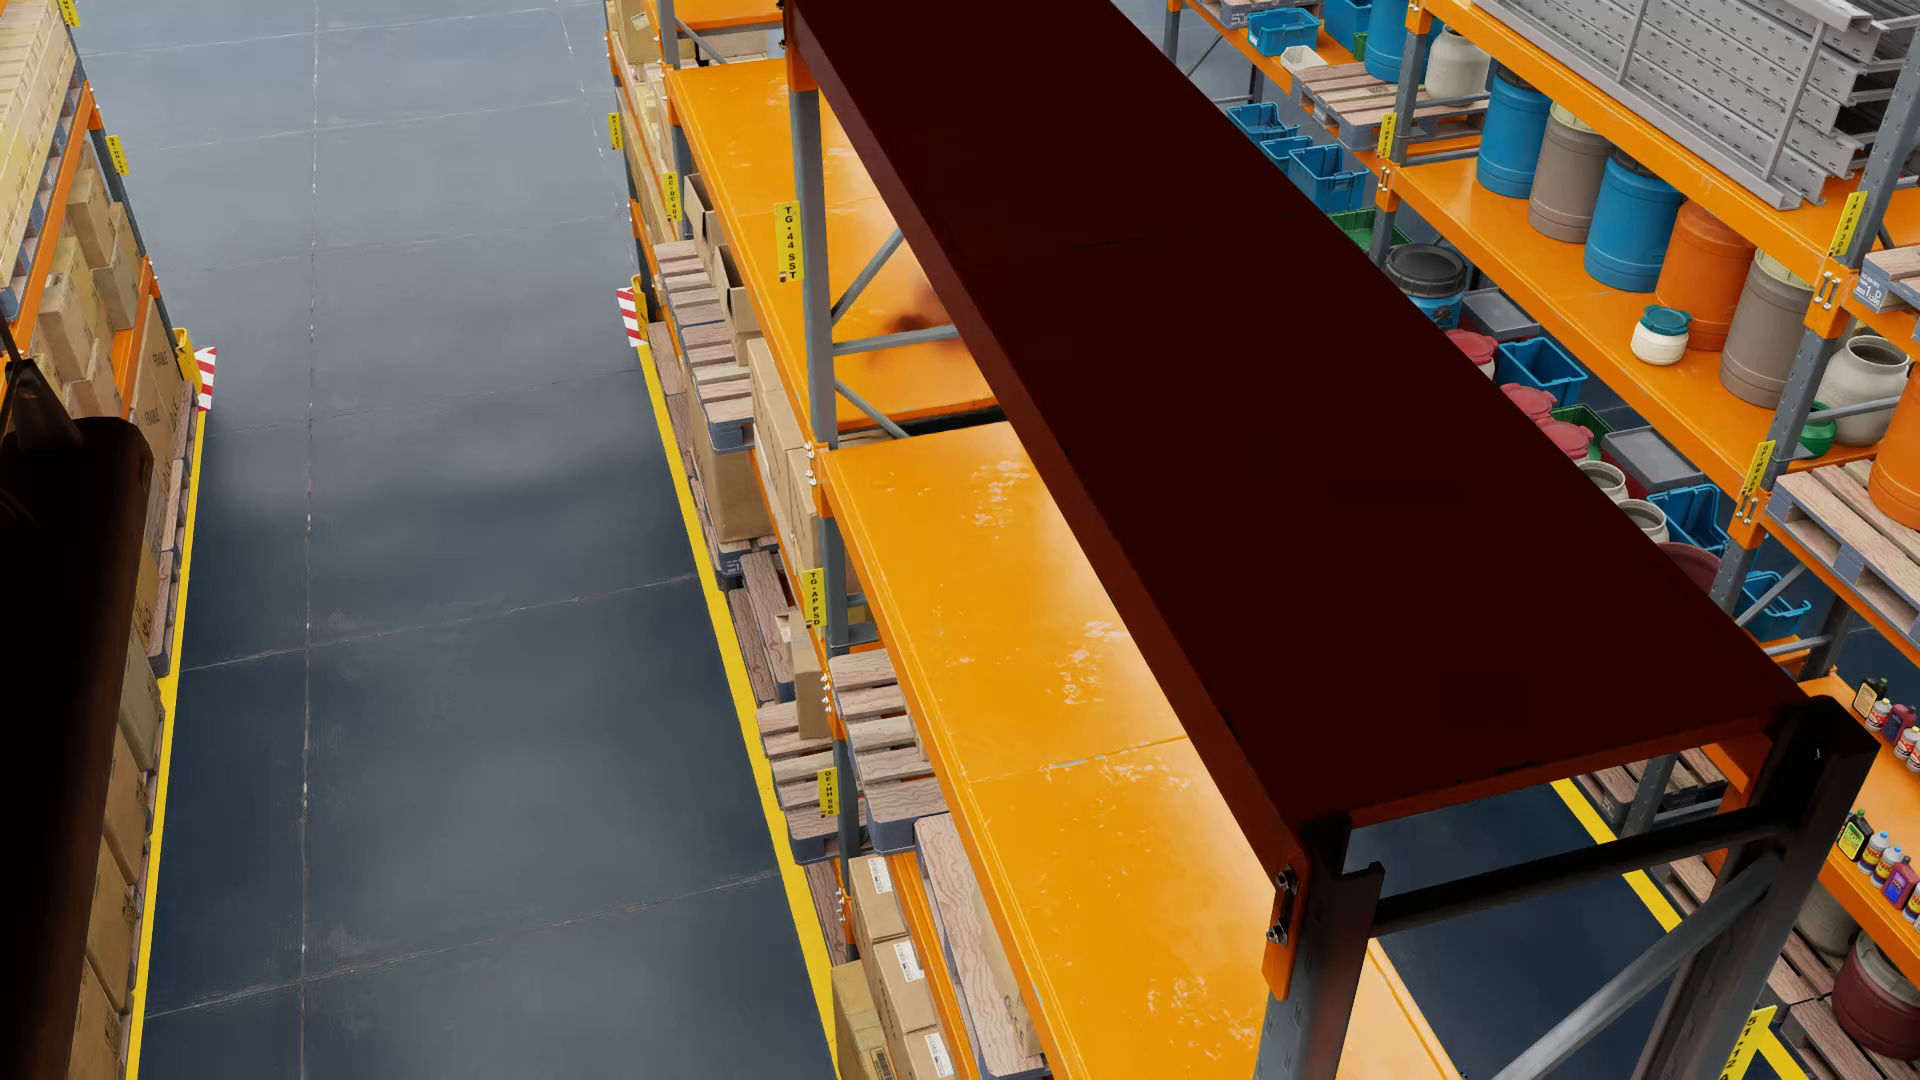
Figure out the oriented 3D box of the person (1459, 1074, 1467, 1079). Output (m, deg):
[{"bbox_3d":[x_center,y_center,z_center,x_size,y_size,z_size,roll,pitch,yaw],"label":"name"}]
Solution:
[{"bbox_3d":[2.113,3.020,7.646,0.638,1.784,0.777,-9,39,-12],"label":"person"}]
